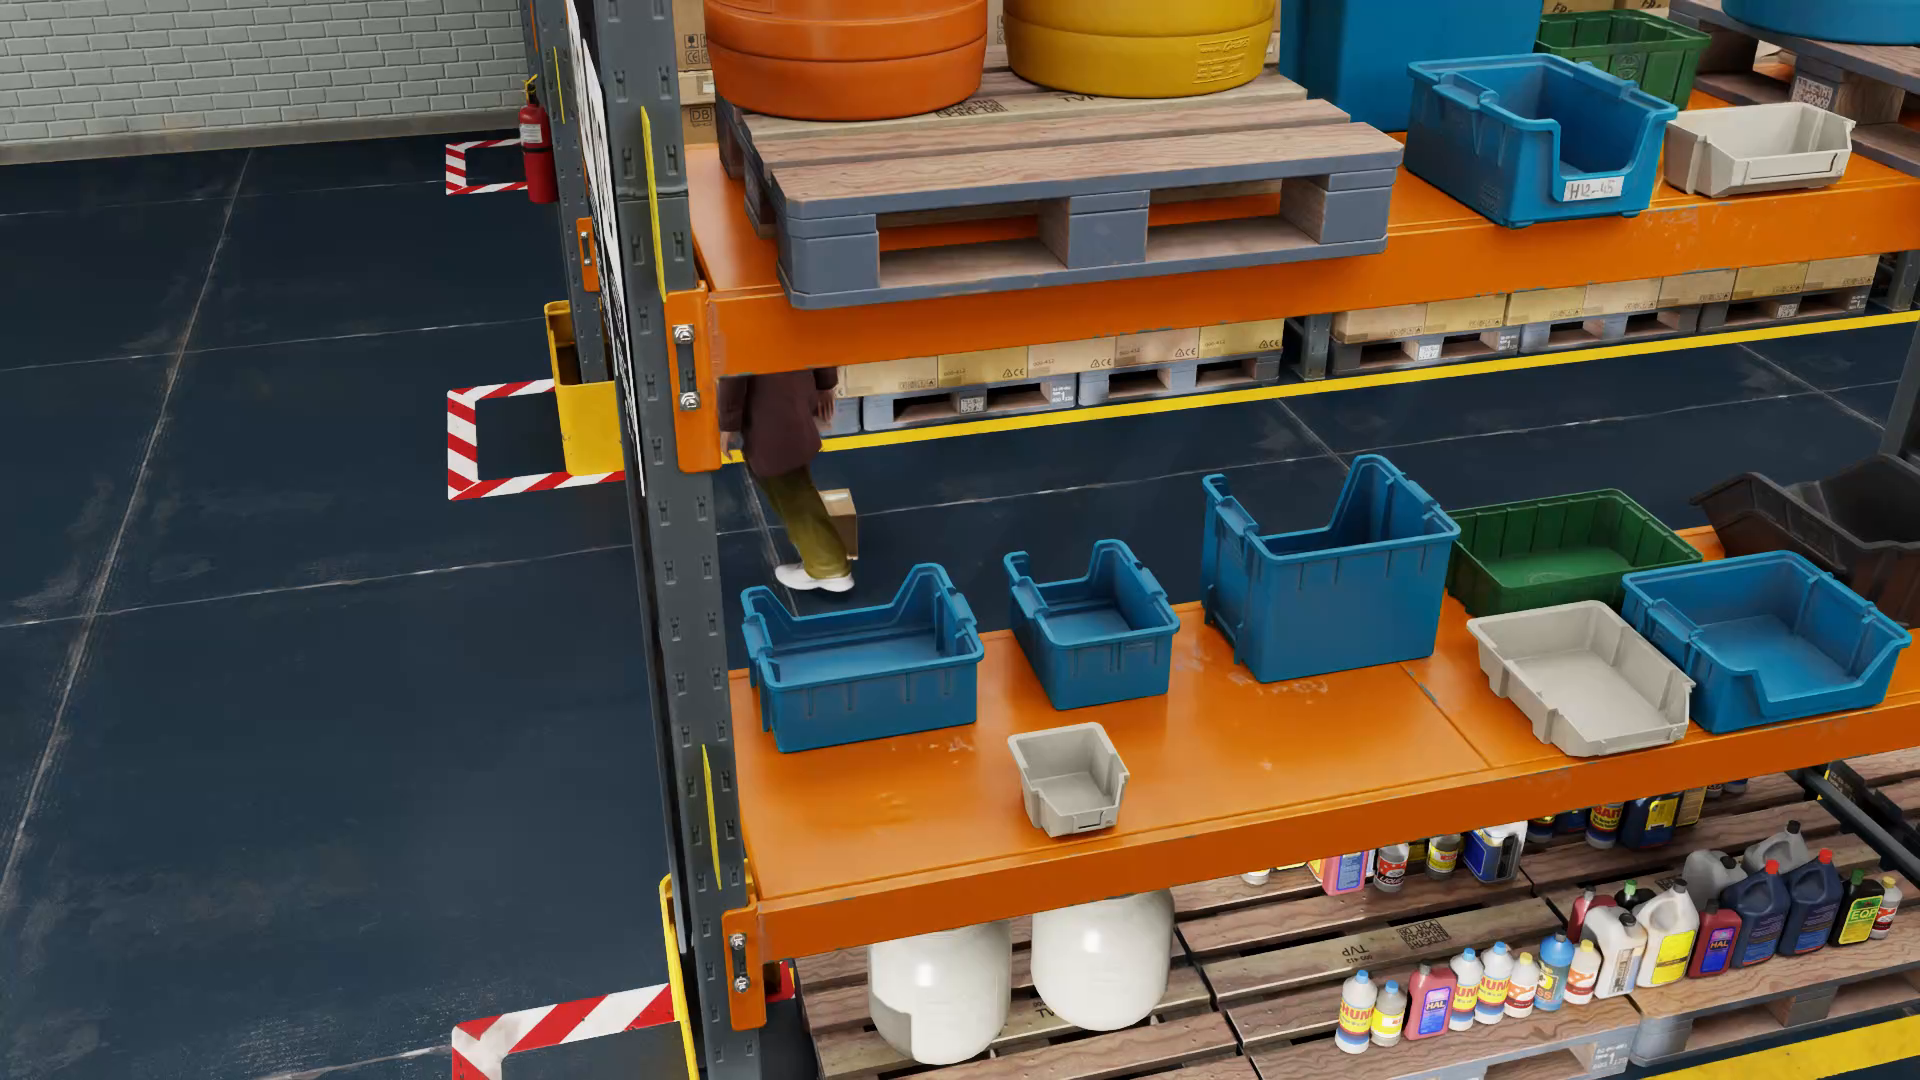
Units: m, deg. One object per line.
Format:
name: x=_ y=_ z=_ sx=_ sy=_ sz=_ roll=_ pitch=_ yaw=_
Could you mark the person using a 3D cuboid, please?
person: x=-0.763 y=-0.568 z=7.083 sx=0.591 sy=1.765 sz=0.654 roll=11 pitch=32 yaw=18
